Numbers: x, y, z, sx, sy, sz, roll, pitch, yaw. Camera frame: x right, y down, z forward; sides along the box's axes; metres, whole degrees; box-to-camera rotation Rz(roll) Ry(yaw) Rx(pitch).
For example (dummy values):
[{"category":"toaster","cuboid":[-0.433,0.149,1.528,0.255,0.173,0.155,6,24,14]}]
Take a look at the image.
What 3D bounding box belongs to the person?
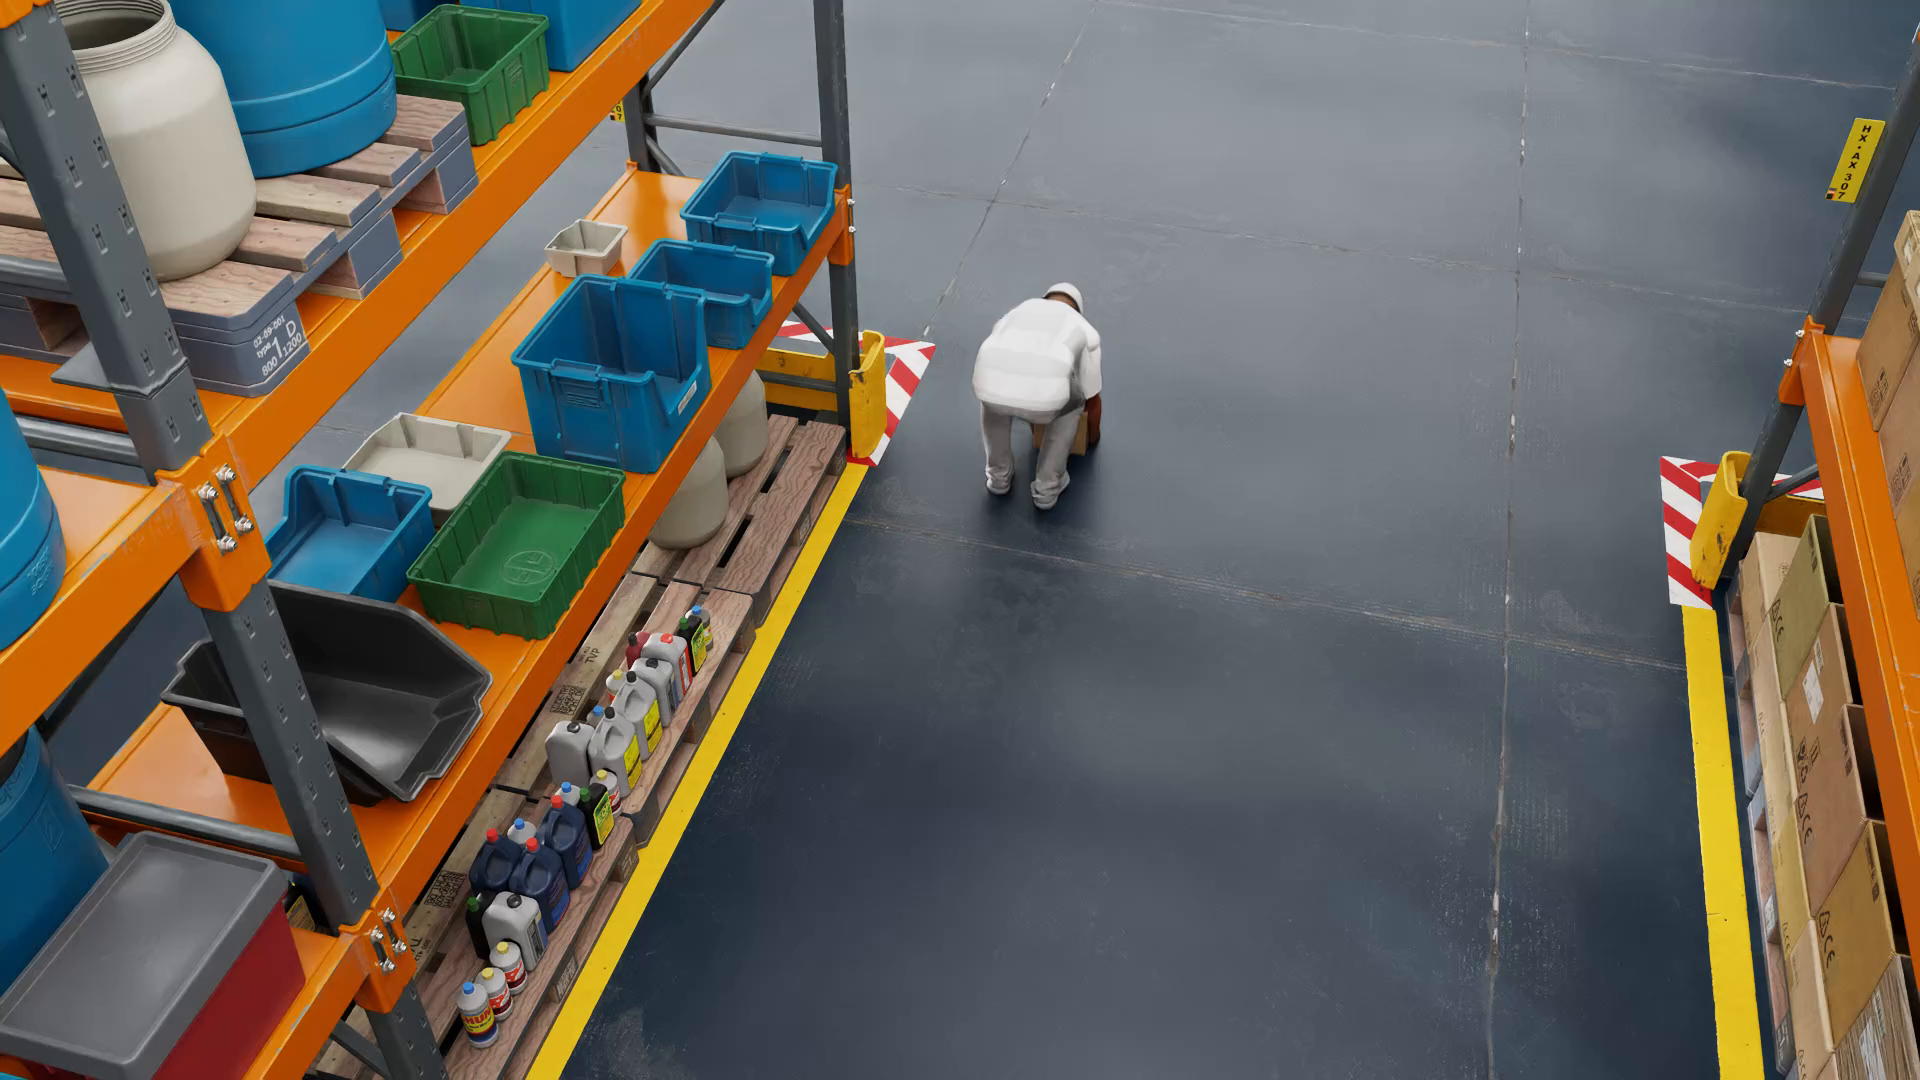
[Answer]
[{"category":"person","cuboid":[0.360,-0.690,7.612,0.547,0.907,0.976,8,41,10]}]
